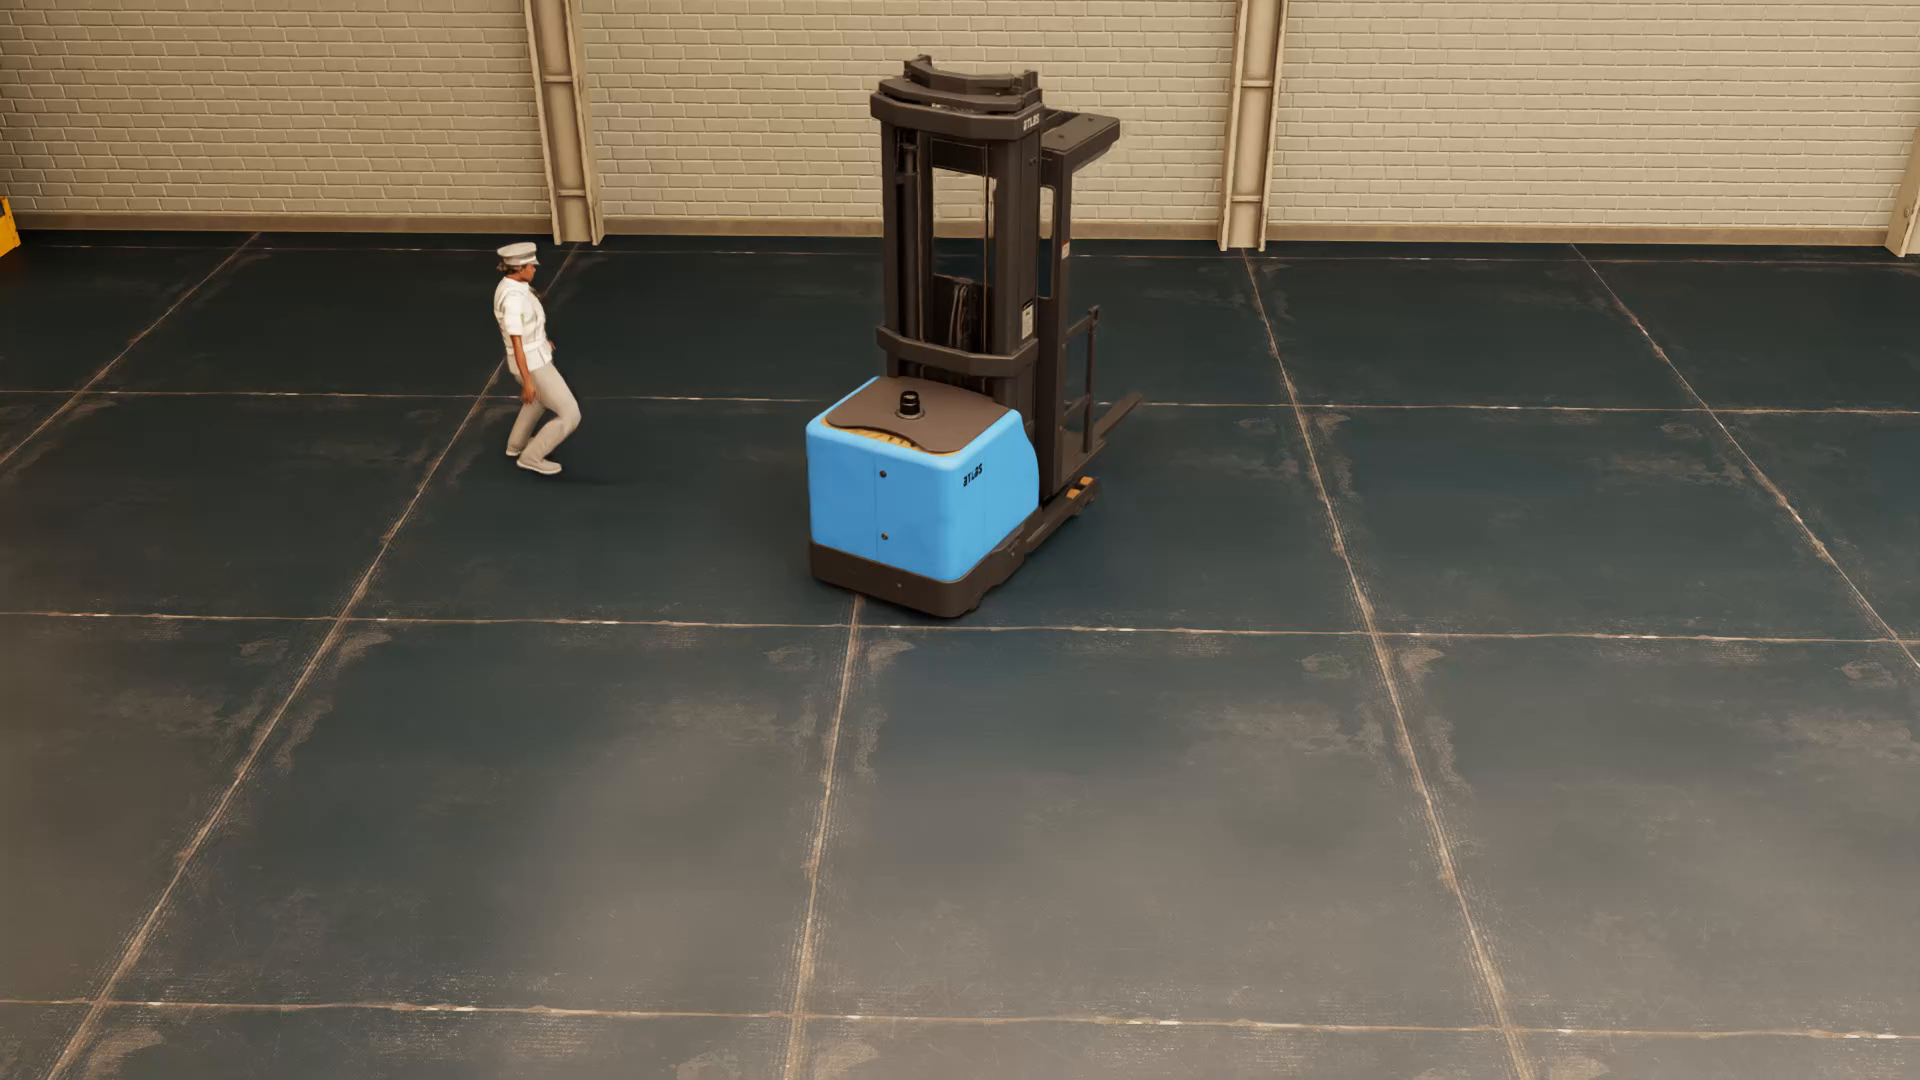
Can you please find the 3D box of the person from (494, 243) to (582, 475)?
[{"bbox_3d":[-2.821,-1.179,10.984,0.539,1.567,0.836,-7,31,-11],"label":"person"}]

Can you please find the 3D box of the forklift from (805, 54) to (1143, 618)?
[{"bbox_3d":[0.262,-1.531,10.211,1.130,2.935,3.031,16,34,25],"label":"forklift"}]
